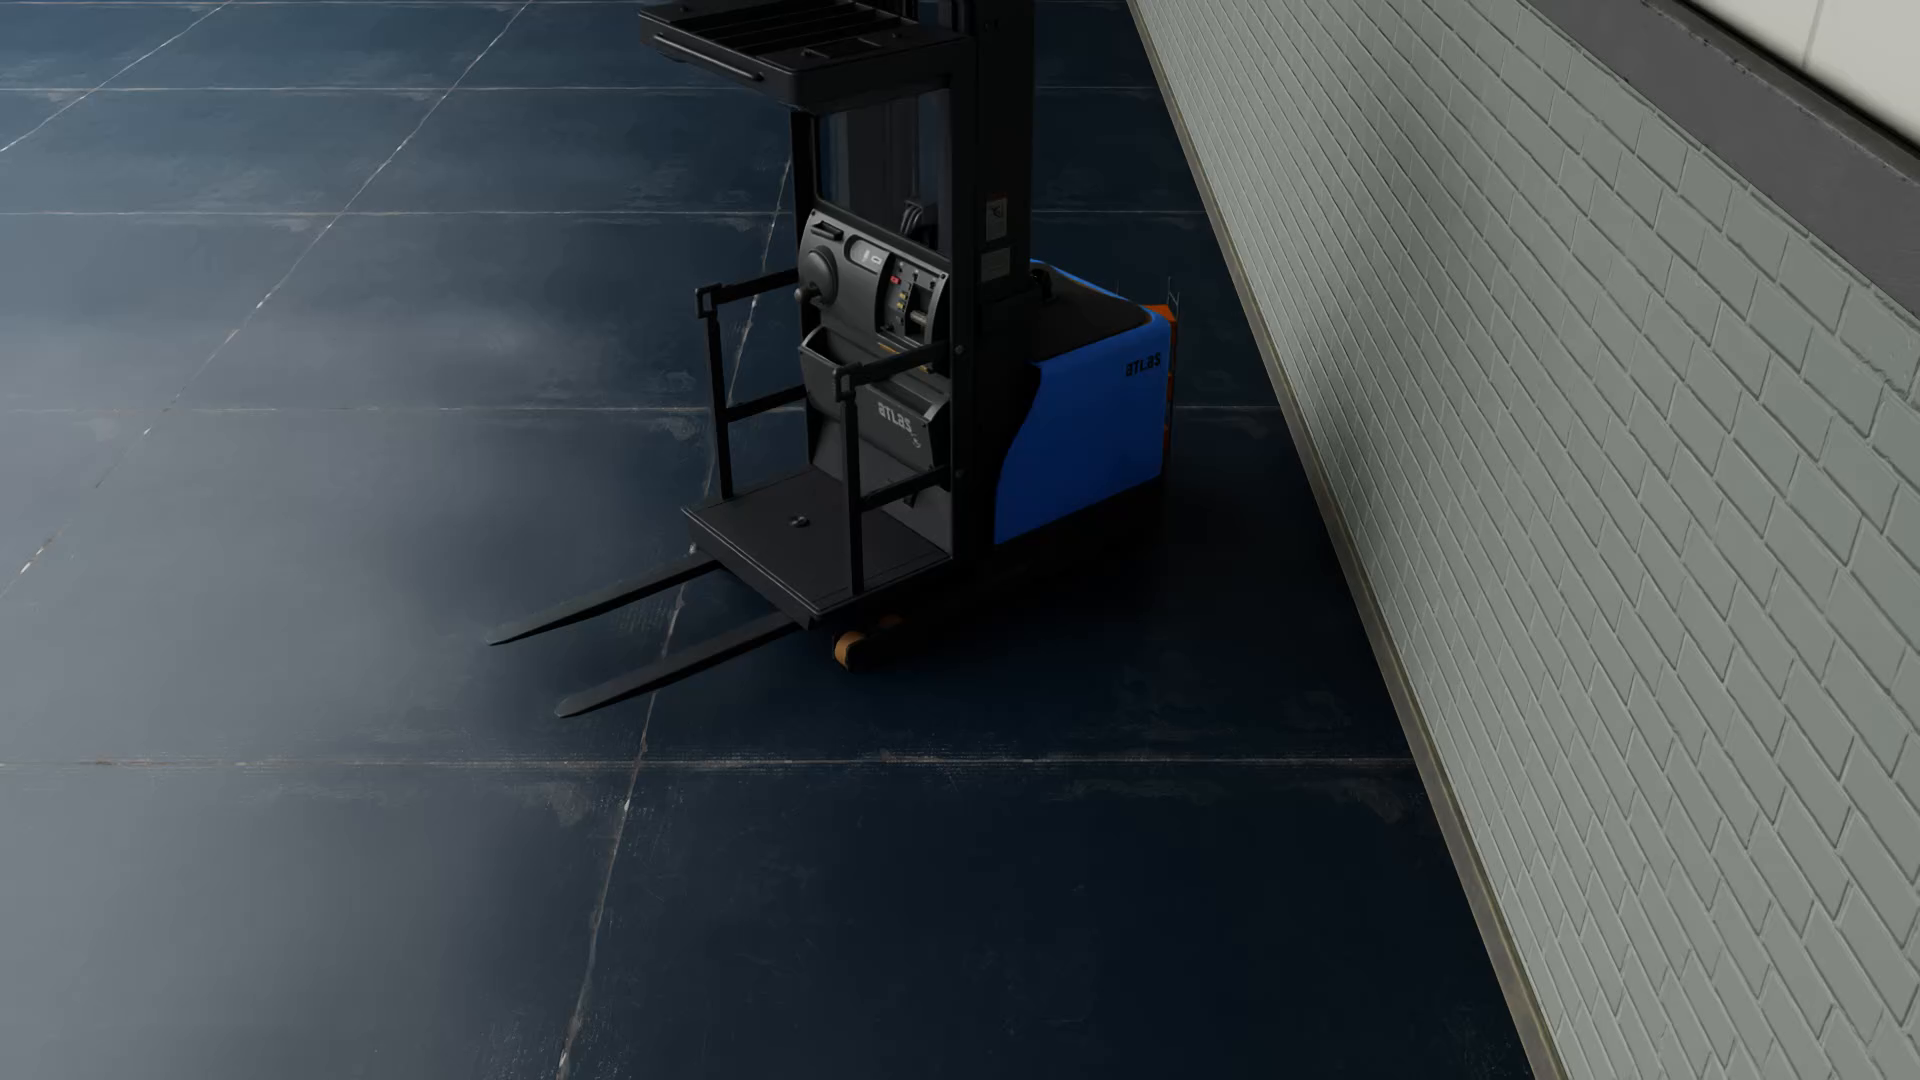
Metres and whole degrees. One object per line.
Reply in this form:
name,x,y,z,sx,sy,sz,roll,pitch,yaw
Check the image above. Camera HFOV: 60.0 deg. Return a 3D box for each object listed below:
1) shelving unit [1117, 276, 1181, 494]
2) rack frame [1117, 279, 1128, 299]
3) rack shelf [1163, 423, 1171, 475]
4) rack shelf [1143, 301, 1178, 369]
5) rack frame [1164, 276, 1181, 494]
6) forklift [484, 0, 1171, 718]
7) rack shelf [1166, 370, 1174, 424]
shelving unit,0.872,-0.718,7.918,0.252,1.050,0.215,-4,31,-6
rack frame,0.751,-0.710,7.906,0.008,1.050,0.200,-4,31,-6
rack shelf,0.874,-0.470,8.065,0.240,0.259,0.215,-4,31,-6
rack shelf,0.870,-0.953,7.779,0.240,0.259,0.215,-4,31,-6
rack frame,0.993,-0.726,7.930,0.008,1.050,0.200,-4,31,-6
forklift,-0.523,-1.023,6.610,3.031,2.935,1.130,-23,38,-32
rack shelf,0.872,-0.709,7.924,0.240,0.259,0.215,-4,31,-6
